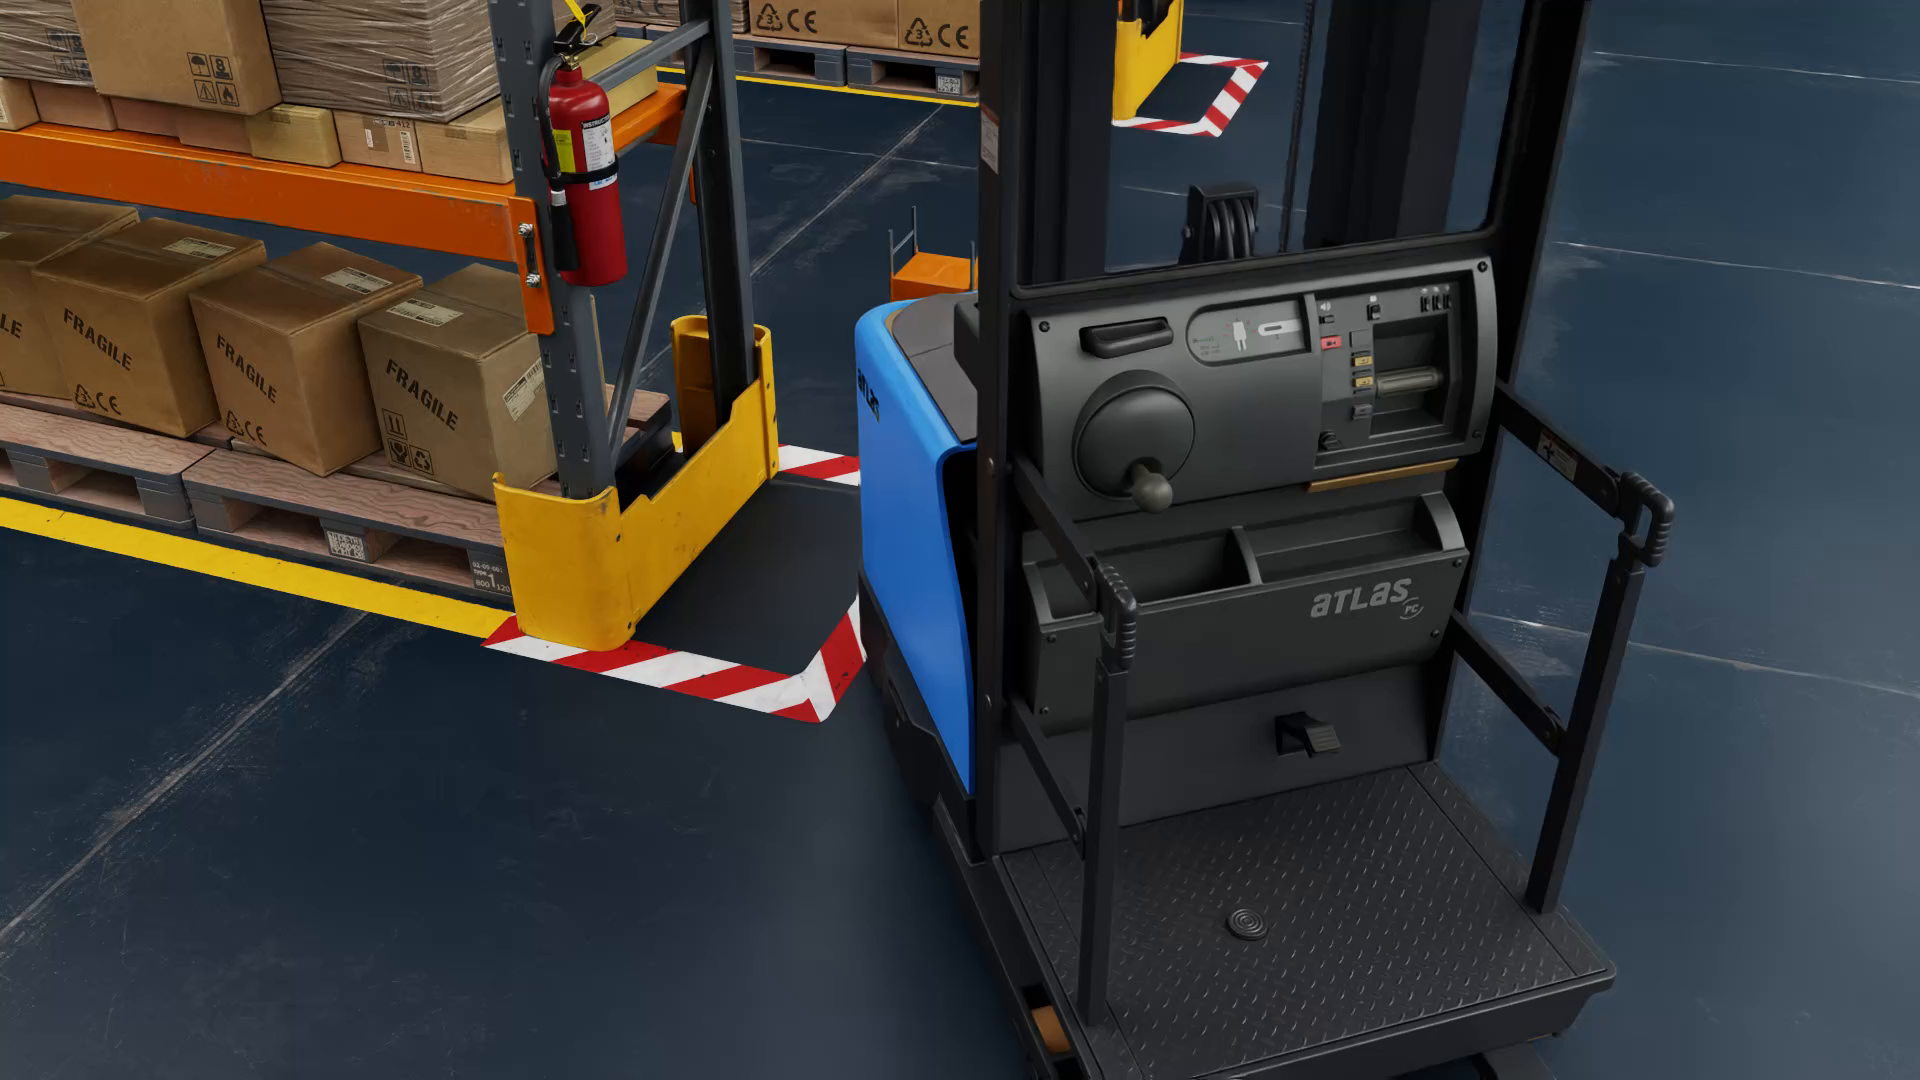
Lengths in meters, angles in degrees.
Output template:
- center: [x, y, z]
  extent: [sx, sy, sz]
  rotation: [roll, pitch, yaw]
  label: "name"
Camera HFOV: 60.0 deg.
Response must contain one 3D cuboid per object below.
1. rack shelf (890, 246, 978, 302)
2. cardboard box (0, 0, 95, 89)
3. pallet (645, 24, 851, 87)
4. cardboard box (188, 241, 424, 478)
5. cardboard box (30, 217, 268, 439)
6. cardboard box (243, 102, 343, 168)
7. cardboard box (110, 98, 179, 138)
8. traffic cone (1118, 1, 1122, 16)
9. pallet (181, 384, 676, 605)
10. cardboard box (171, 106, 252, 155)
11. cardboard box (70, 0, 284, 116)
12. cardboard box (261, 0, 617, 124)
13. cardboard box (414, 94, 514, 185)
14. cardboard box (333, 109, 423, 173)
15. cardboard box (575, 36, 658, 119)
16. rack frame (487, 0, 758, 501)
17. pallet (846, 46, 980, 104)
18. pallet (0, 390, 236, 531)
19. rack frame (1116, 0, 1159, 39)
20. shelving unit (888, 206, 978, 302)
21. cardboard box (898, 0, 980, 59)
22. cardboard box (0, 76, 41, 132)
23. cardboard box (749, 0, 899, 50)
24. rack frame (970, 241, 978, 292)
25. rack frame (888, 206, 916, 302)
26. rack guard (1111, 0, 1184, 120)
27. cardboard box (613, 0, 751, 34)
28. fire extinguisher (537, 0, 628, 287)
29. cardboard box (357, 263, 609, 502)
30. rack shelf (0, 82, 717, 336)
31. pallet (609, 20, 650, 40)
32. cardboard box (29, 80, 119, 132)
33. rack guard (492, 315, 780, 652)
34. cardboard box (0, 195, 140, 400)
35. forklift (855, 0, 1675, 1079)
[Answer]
- center: [-0.050, -0.680, 4.832]
  extent: [0.240, 0.259, 0.215]
  rotation: [11, 34, 16]
  label: "rack shelf"
- center: [-2.356, -1.672, 4.708]
  extent: [0.500, 0.500, 0.875]
  rotation: [11, 34, 16]
  label: "cardboard box"
- center: [-1.035, -2.920, 9.577]
  extent: [1.213, 0.211, 1.003]
  rotation: [11, 34, 16]
  label: "pallet"
- center: [-2.037, -0.587, 5.312]
  extent: [0.500, 0.500, 0.500]
  rotation: [21, 38, 29]
  label: "cardboard box"
- center: [-2.620, -0.712, 5.504]
  extent: [0.500, 0.500, 0.500]
  rotation: [14, 35, 21]
  label: "cardboard box"
- center: [-1.706, -1.153, 4.502]
  extent: [0.250, 0.149, 0.380]
  rotation: [11, 34, 16]
  label: "cardboard box"
- center: [-2.157, -1.274, 4.689]
  extent: [0.250, 0.149, 0.380]
  rotation: [11, 34, 16]
  label: "cardboard box"
- center: [0.867, -3.517, 10.271]
  extent: [0.334, 0.463, 0.336]
  rotation: [11, 34, 16]
  label: "traffic cone"
- center: [-1.705, -0.256, 5.451]
  extent: [1.213, 0.211, 1.003]
  rotation: [11, 34, 16]
  label: "pallet"
- center: [-1.936, -1.207, 4.585]
  extent: [0.250, 0.149, 0.380]
  rotation: [11, 34, 16]
  label: "cardboard box"
- center: [-1.900, -1.558, 4.532]
  extent: [0.500, 0.500, 0.875]
  rotation: [11, 34, 16]
  label: "cardboard box"
- center: [-1.389, -1.528, 4.485]
  extent: [0.500, 0.500, 0.875]
  rotation: [11, 34, 16]
  label: "cardboard box"
- center: [-1.218, -1.088, 4.401]
  extent: [0.250, 0.149, 0.380]
  rotation: [11, 34, 16]
  label: "cardboard box"
- center: [-1.453, -1.134, 4.472]
  extent: [0.250, 0.149, 0.380]
  rotation: [11, 34, 16]
  label: "cardboard box"
- center: [-1.068, -1.315, 4.752]
  extent: [0.250, 0.149, 0.380]
  rotation: [11, 34, 16]
  label: "cardboard box"
- center: [-0.880, -1.246, 4.415]
  extent: [0.127, 3.000, 1.000]
  rotation: [11, 34, 16]
  label: "rack frame"
- center: [0.109, -2.695, 9.230]
  extent: [1.213, 0.211, 1.003]
  rotation: [11, 34, 16]
  label: "pallet"
- center: [-2.849, -0.480, 5.798]
  extent: [1.213, 0.211, 1.003]
  rotation: [11, 34, 16]
  label: "pallet"
- center: [0.888, -3.761, 8.309]
  extent: [0.127, 3.000, 1.000]
  rotation: [11, 34, 16]
  label: "rack frame"
- center: [-0.050, -0.451, 4.980]
  extent: [0.252, 1.050, 0.215]
  rotation: [11, 34, 16]
  label: "shelving unit"
- center: [0.228, -3.135, 8.911]
  extent: [0.875, 0.875, 0.875]
  rotation: [11, 35, 17]
  label: "cardboard box"
- center: [-2.666, -1.308, 4.743]
  extent: [0.250, 0.149, 0.380]
  rotation: [11, 34, 16]
  label: "cardboard box"
- center: [-0.601, -3.295, 9.159]
  extent: [0.875, 0.875, 0.875]
  rotation: [10, 34, 16]
  label: "cardboard box"
- center: [0.065, -0.428, 4.946]
  extent: [0.008, 1.050, 0.200]
  rotation: [11, 34, 16]
  label: "rack frame"
- center: [-0.165, -0.473, 5.015]
  extent: [0.008, 1.050, 0.200]
  rotation: [11, 34, 16]
  label: "rack frame"
- center: [0.911, -2.706, 8.980]
  extent: [0.348, 0.500, 1.175]
  rotation: [11, 34, 16]
  label: "rack guard"
- center: [-1.459, -3.462, 9.419]
  extent: [0.875, 0.875, 0.875]
  rotation: [11, 35, 17]
  label: "cardboard box"
- center: [-0.928, -0.958, 4.039]
  extent: [0.183, 0.674, 0.296]
  rotation: [11, 34, 16]
  label: "fire extinguisher"
- center: [-1.462, -0.495, 5.169]
  extent: [0.500, 0.500, 0.500]
  rotation: [18, 37, 25]
  label: "cardboard box"
- center: [-2.763, -1.310, 5.177]
  extent: [4.000, 0.370, 1.077]
  rotation: [11, 34, 16]
  label: "rack shelf"
- center: [-2.188, -3.142, 9.922]
  extent: [1.213, 0.211, 1.003]
  rotation: [11, 34, 16]
  label: "pallet"
- center: [-2.400, -1.308, 4.742]
  extent: [0.250, 0.149, 0.380]
  rotation: [11, 34, 16]
  label: "cardboard box"
- center: [-0.952, -0.210, 5.115]
  extent: [0.348, 0.500, 1.175]
  rotation: [11, 34, 16]
  label: "rack guard"
- center: [-3.130, -0.837, 5.698]
  extent: [0.500, 0.500, 0.500]
  rotation: [8, 34, 12]
  label: "cardboard box"
- center: [0.642, -0.237, 2.914]
  extent: [1.130, 2.935, 3.031]
  rotation: [-10, 34, -14]
  label: "forklift"
